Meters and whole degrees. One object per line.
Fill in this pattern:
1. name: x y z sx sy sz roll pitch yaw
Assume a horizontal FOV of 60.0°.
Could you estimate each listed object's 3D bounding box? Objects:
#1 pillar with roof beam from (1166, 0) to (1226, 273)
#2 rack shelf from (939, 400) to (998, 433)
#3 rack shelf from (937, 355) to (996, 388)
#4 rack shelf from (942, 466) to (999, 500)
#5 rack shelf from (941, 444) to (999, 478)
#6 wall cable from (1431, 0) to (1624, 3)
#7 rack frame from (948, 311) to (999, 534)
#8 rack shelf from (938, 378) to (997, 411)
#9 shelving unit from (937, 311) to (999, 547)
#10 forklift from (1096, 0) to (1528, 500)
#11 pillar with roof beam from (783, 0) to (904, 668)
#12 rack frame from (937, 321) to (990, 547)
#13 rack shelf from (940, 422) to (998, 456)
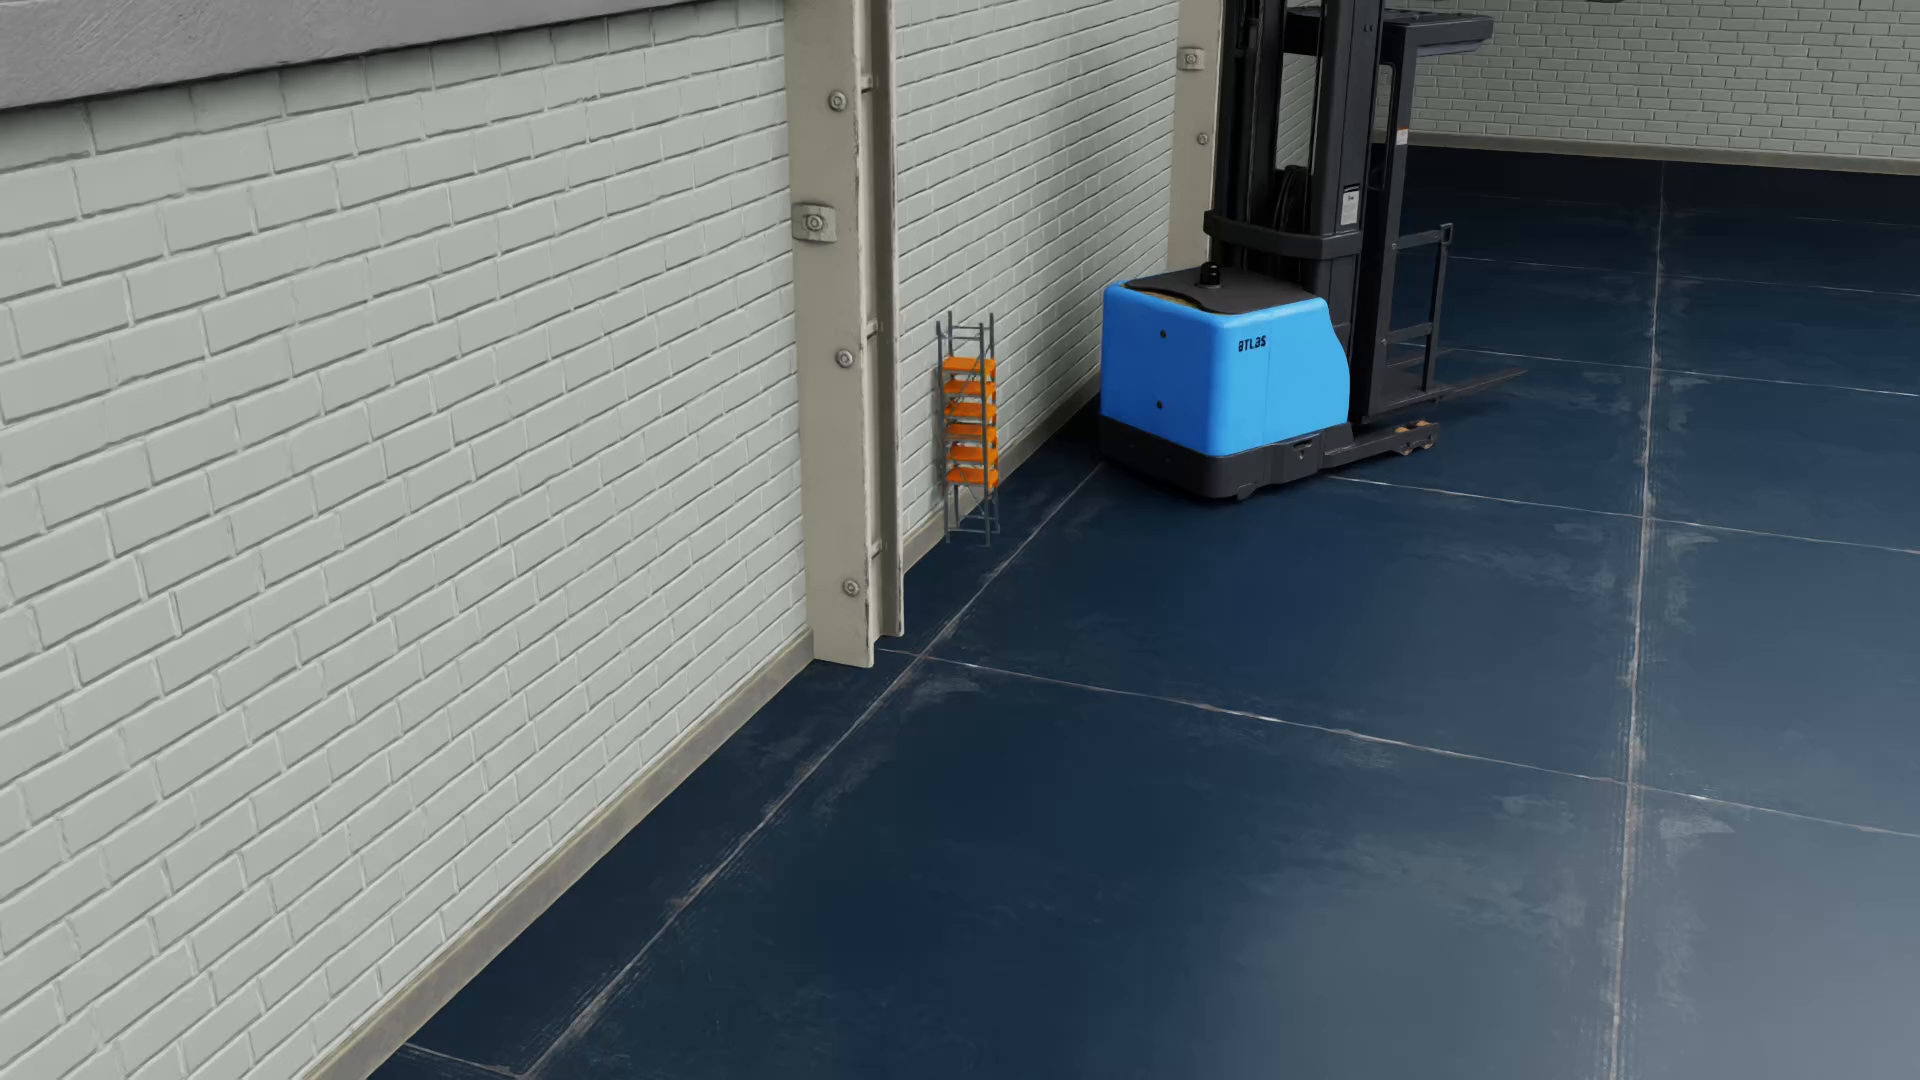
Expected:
1. pillar with roof beam: 5.753 -5.206 9.537 9.100 9.000 0.400 9 24 20
2. rack shelf: 0.043 -0.630 8.492 0.258 0.103 0.180 5 24 16
3. rack shelf: 0.035 -0.851 8.397 0.258 0.103 0.180 5 24 16
4. rack shelf: 0.056 -0.300 8.633 0.258 0.103 0.180 5 24 16
5. rack shelf: 0.052 -0.410 8.586 0.258 0.103 0.180 5 24 16
6. wall cable: 6.306 -7.401 18.822 3.097 2.526 0.112 9 24 20
7. rack frame: 0.073 -0.596 8.601 0.240 1.200 0.006 5 24 16
8. rack shelf: 0.039 -0.741 8.444 0.258 0.103 0.180 5 24 16
9. shelving unit: 0.046 -0.561 8.521 0.258 1.200 0.189 5 24 16
10. forklift: 2.287 -2.008 9.754 3.031 2.935 1.130 -16 27 -33
11. pillar with roof beam: 3.524 -3.058 4.397 9.100 9.000 0.400 9 24 20
12. rack frame: 0.019 -0.526 8.441 0.240 1.200 0.006 5 24 16
13. rack shelf: 0.048 -0.520 8.539 0.258 0.103 0.180 5 24 16
